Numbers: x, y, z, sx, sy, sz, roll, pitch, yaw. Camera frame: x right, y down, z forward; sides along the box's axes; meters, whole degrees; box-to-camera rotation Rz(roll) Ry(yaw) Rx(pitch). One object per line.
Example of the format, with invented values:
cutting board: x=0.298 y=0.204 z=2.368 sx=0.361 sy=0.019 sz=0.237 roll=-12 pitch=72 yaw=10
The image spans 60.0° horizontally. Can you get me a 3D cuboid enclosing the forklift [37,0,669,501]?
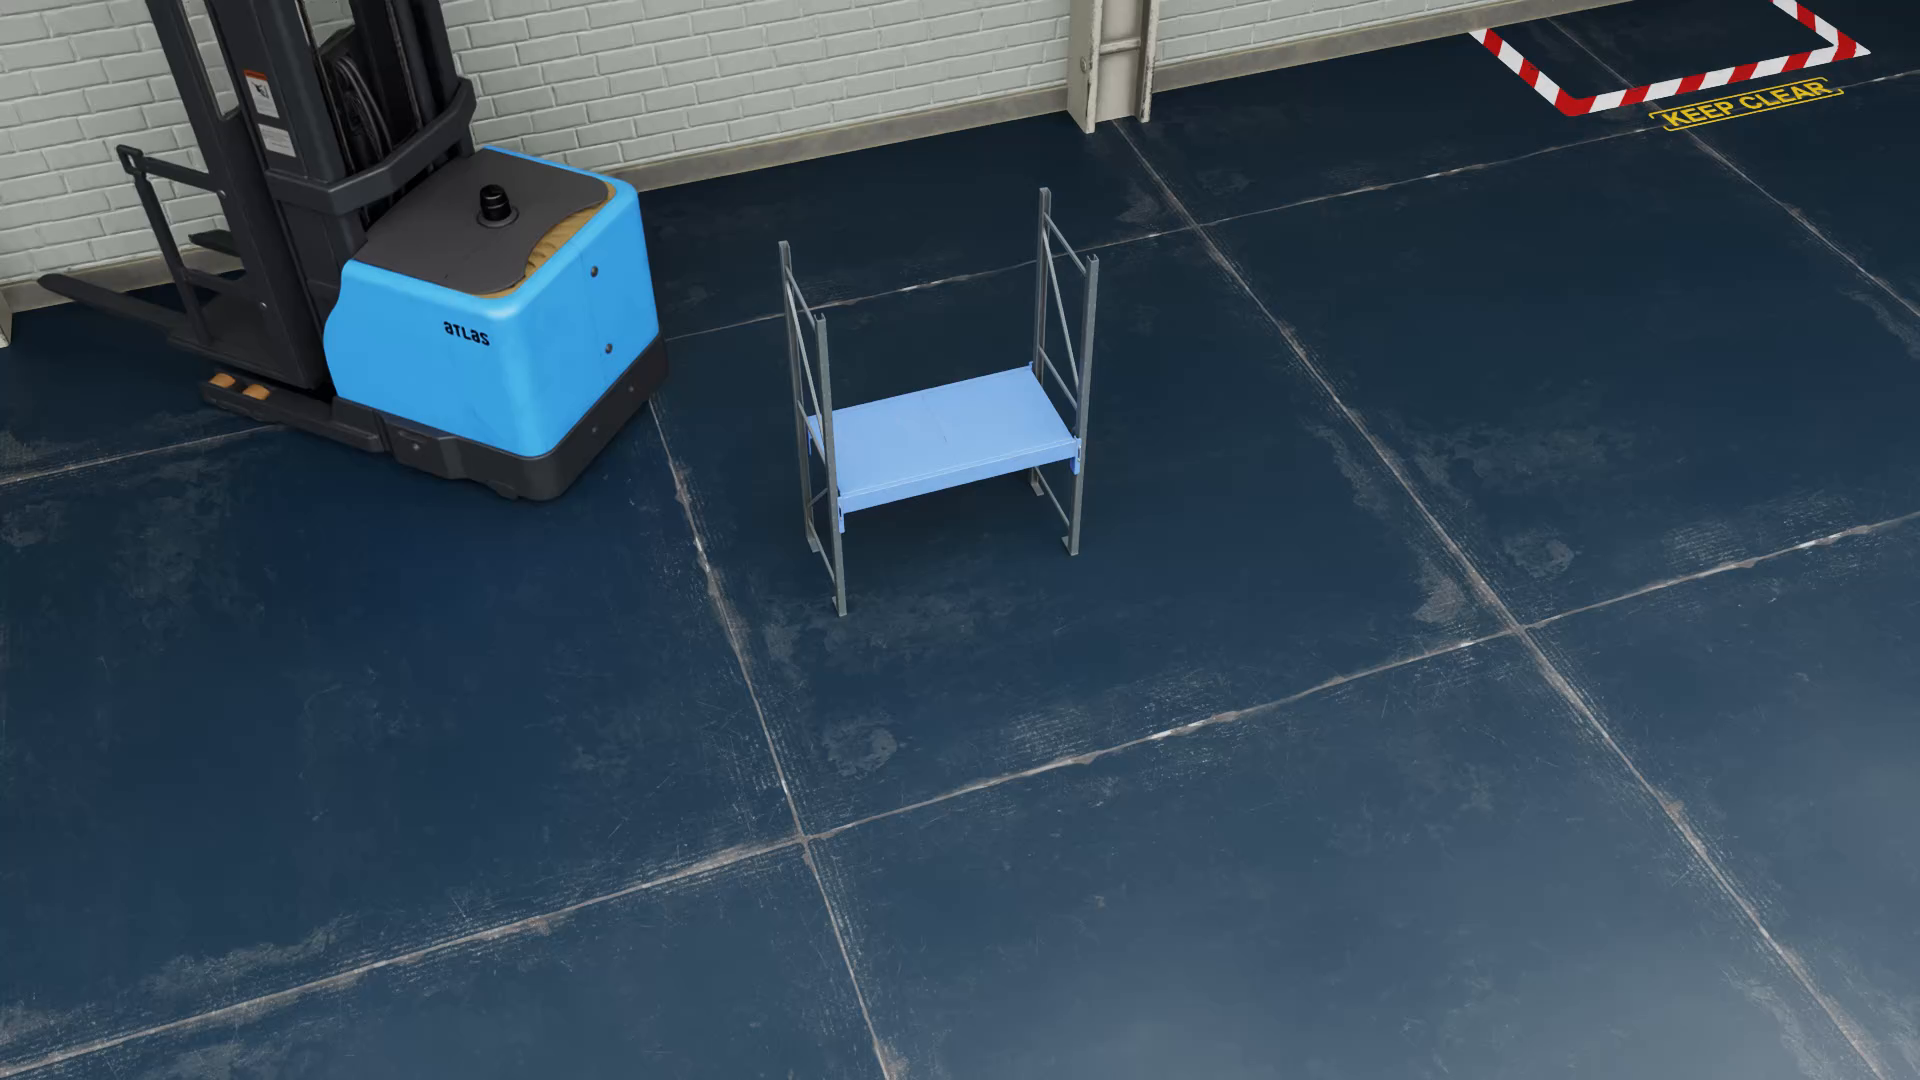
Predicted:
forklift: x=-2.917 y=-1.902 z=6.886 sx=3.031 sy=2.935 sz=1.130 roll=17 pitch=48 yaw=17

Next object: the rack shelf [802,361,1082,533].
rack shelf: x=-0.080 y=-0.382 z=6.635 sx=1.000 sy=0.185 sz=0.538 roll=-14 pitch=47 yaw=-14

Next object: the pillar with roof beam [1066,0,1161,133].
pillar with roof beam: x=2.301 y=-2.740 z=3.437 sx=0.400 sy=9.000 sz=9.100 roll=-14 pitch=47 yaw=-14

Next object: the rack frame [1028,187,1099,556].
rack frame: x=0.398 y=-0.631 z=6.629 sx=0.032 sy=1.500 sz=0.500 roll=-14 pitch=47 yaw=-14

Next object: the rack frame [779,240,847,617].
rack frame: x=-0.558 y=-0.387 z=6.386 sx=0.032 sy=1.500 sz=0.500 roll=-14 pitch=47 yaw=-14

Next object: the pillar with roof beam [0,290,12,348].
pillar with roof beam: x=-3.343 y=-1.297 z=1.999 sx=0.400 sy=9.000 sz=9.100 roll=-14 pitch=47 yaw=-14

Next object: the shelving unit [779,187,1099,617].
shelving unit: x=-0.080 y=-0.509 z=6.508 sx=1.048 sy=1.500 sz=0.538 roll=-14 pitch=47 yaw=-14
